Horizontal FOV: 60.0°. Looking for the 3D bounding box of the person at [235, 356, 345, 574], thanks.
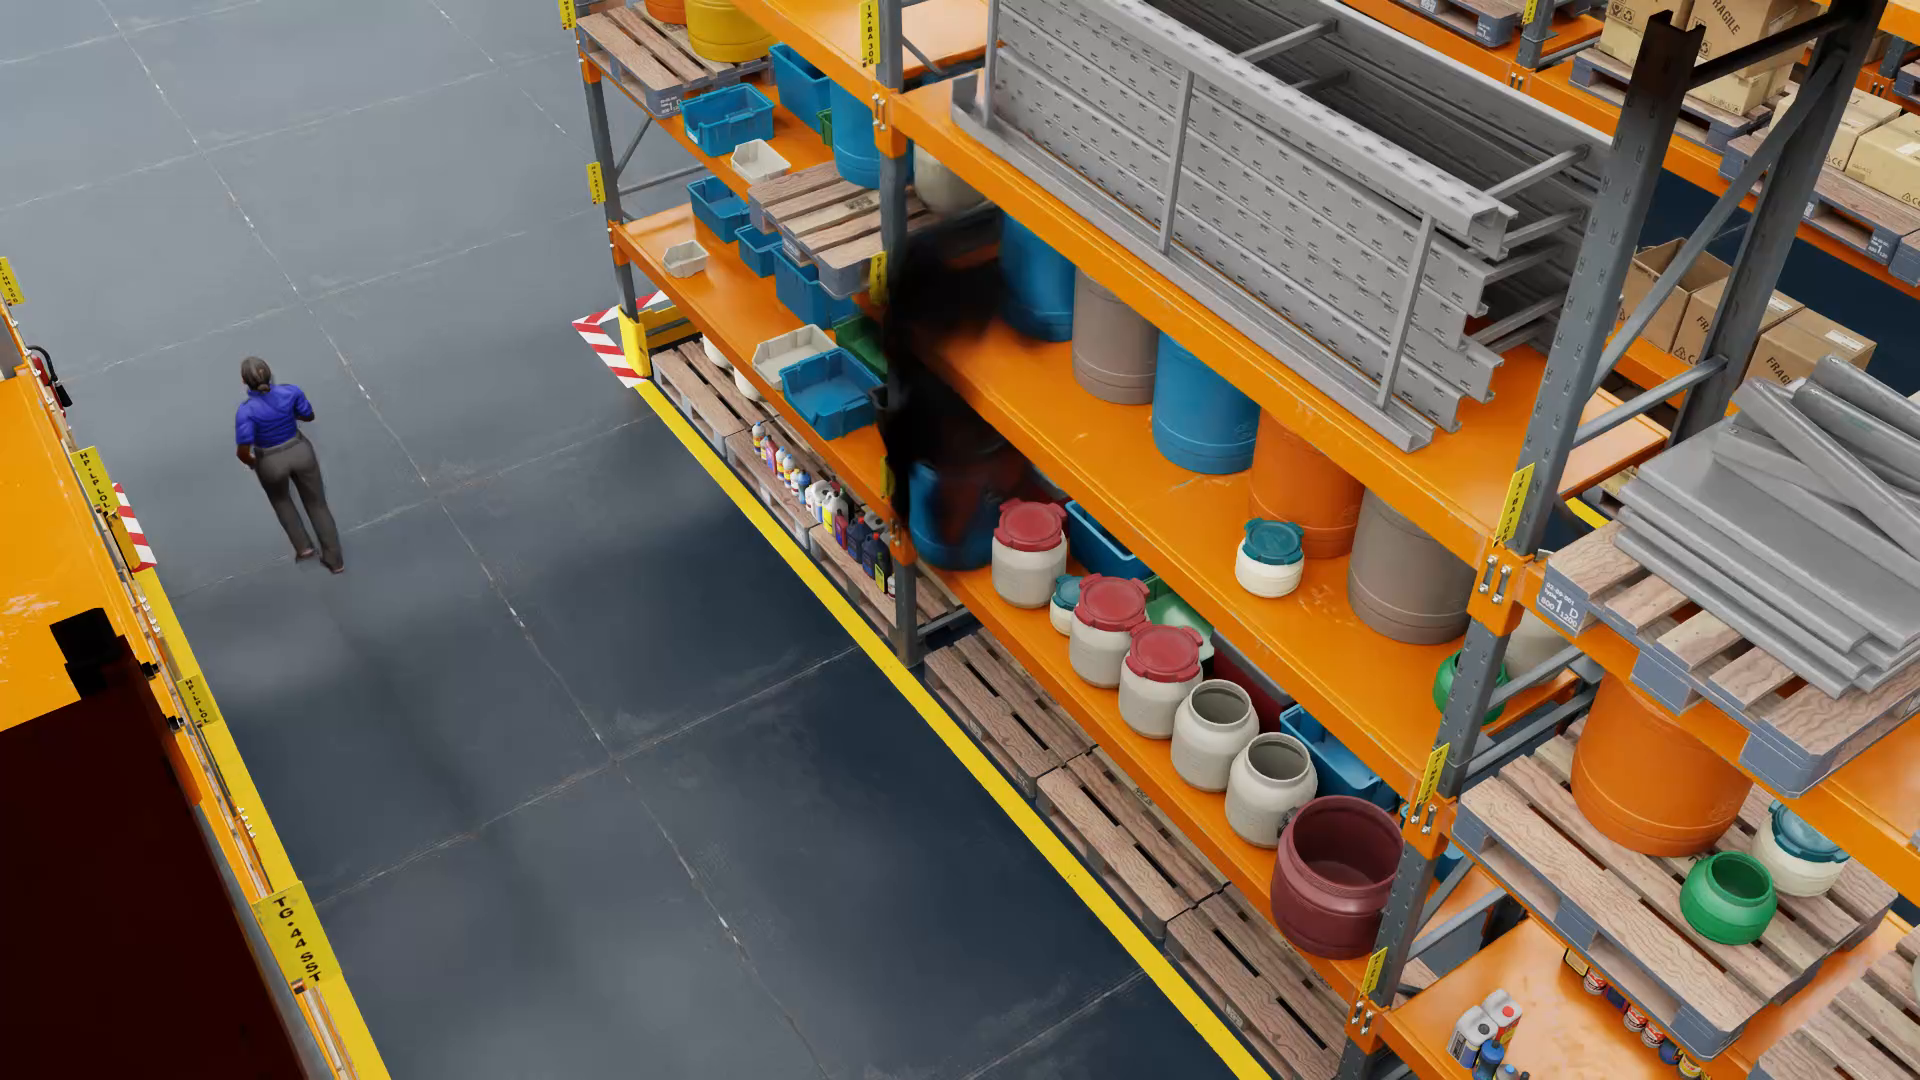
[{"bbox_3d":[-4.334,-0.471,10.669,0.553,1.757,0.665,-26,49,-26],"label":"person"}]
